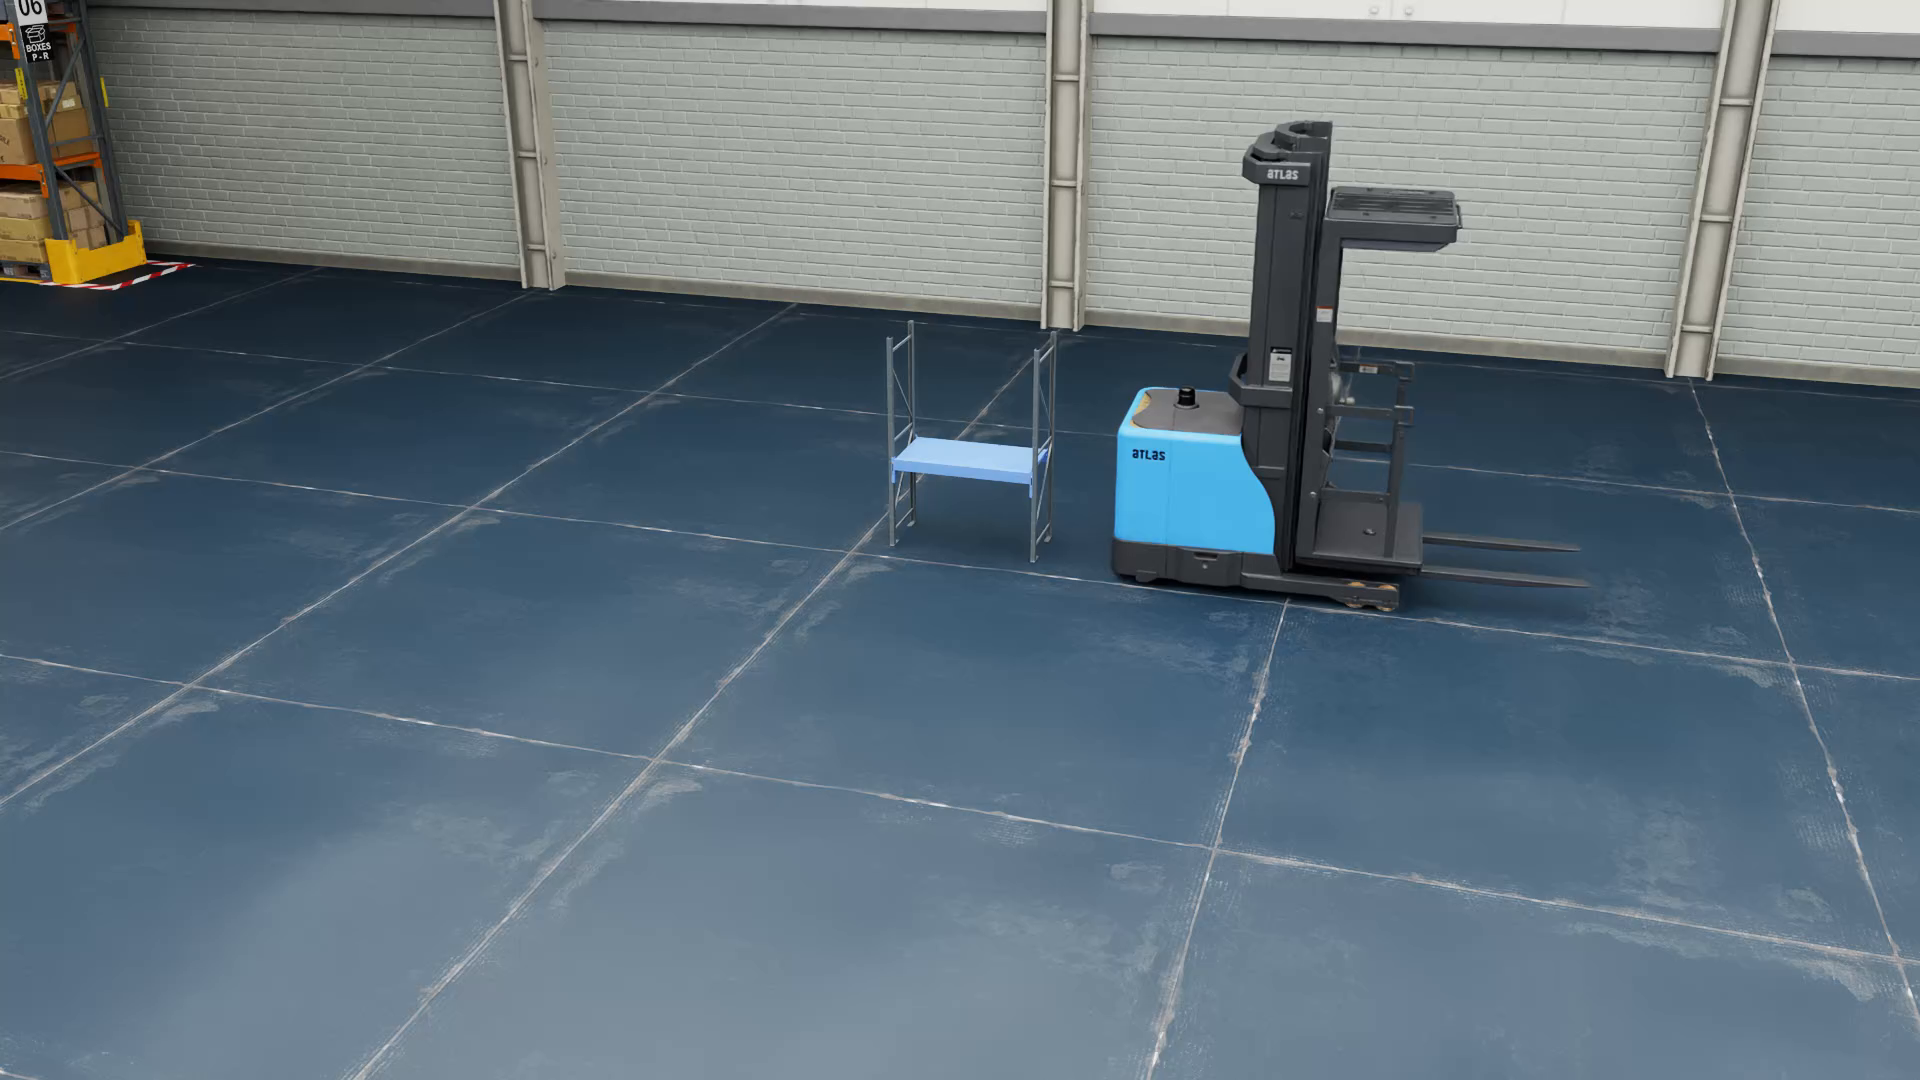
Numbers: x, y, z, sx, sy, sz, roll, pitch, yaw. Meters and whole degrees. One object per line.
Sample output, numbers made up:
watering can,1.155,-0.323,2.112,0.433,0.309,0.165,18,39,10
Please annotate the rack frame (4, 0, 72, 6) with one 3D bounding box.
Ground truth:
rack frame,-10.023,-7.282,17.665,0.127,3.000,1.000,7,23,16

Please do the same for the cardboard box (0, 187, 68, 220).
cardboard box,-10.554,-3.828,18.903,0.500,0.250,0.500,7,23,17

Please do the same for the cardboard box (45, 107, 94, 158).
cardboard box,-10.417,-4.708,19.163,0.500,0.500,0.500,7,23,17

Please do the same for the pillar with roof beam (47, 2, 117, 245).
pillar with roof beam,-11.673,-6.122,14.836,0.400,9.000,9.100,7,23,16

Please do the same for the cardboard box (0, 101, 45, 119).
cardboard box,-10.436,-4.789,18.506,0.250,0.149,0.380,7,23,16

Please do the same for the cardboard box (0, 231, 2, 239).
cardboard box,-11.056,-3.659,19.148,0.500,0.250,0.500,6,23,15

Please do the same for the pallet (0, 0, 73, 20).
pallet,-10.692,-5.940,18.463,1.213,0.211,1.003,7,23,16

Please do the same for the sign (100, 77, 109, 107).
sign,-9.857,-5.145,19.114,0.005,0.325,0.100,7,23,16

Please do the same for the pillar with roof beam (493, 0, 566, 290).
pillar with roof beam,-5.928,-5.464,13.233,0.400,9.000,9.100,7,23,16

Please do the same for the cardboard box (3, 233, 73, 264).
cardboard box,-10.564,-3.365,19.092,0.500,0.250,0.500,7,23,16

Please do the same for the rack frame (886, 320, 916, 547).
rack frame,-0.405,-0.740,11.598,0.032,1.500,0.500,7,23,16

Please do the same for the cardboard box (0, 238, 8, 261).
cardboard box,-11.037,-3.423,19.233,0.500,0.250,0.500,7,23,15

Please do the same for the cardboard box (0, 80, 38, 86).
cardboard box,-10.780,-5.170,19.042,0.250,0.149,0.380,7,23,17

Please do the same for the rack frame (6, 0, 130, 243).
rack frame,-10.023,-4.506,18.804,0.127,3.000,1.000,7,23,16

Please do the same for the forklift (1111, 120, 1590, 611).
forklift,2.583,-1.122,10.644,3.031,2.935,1.130,5,23,13

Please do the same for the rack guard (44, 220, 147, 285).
rack guard,-10.000,-3.347,19.272,0.348,0.500,1.175,7,23,16

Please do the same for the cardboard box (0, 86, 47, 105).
cardboard box,-10.427,-4.953,18.514,0.250,0.149,0.380,7,23,16

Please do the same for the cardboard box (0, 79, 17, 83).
cardboard box,-11.013,-5.202,19.121,0.250,0.149,0.380,7,23,16

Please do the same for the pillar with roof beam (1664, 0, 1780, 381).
pillar with roof beam,5.560,-4.148,10.026,0.400,9.000,9.100,7,23,16

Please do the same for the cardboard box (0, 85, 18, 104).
cardboard box,-10.672,-4.969,18.553,0.250,0.149,0.380,7,23,16

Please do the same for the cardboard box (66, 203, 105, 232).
cardboard box,-10.413,-3.787,19.461,0.500,0.250,0.500,7,23,16

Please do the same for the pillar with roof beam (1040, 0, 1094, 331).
pillar with roof beam,-0.184,-4.806,11.629,0.400,9.000,9.100,7,23,16

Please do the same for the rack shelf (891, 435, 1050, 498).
rack shelf,0.082,-0.518,11.531,1.000,0.185,0.538,7,23,16

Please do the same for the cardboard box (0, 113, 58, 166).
cardboard box,-10.570,-4.511,18.684,0.500,0.500,0.500,6,23,14

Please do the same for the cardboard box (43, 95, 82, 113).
cardboard box,-10.273,-4.984,18.982,0.250,0.149,0.380,6,23,14

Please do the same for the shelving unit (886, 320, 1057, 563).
shelving unit,0.082,-0.685,11.463,1.048,1.500,0.538,7,23,16

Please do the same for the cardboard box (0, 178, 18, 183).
cardboard box,-11.383,-4.125,19.626,0.500,0.250,0.500,6,23,15

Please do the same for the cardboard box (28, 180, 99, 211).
cardboard box,-10.428,-4.013,19.352,0.500,0.250,0.500,6,23,15

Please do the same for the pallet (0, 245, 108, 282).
pallet,-10.767,-3.285,19.500,1.213,0.211,1.003,7,23,16

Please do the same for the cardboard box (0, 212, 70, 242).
cardboard box,-10.579,-3.600,19.004,0.500,0.250,0.500,6,23,15

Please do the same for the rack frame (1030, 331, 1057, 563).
rack frame,0.568,-0.629,11.327,0.032,1.500,0.500,7,23,16

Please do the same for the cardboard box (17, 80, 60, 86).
cardboard box,-10.519,-5.157,19.011,0.250,0.149,0.380,7,23,17

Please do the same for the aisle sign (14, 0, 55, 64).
aisle sign,-10.045,-5.595,18.033,0.004,0.787,0.394,7,23,16

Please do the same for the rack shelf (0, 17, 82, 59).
rack shelf,-11.938,-5.781,18.905,4.000,0.370,1.077,7,23,16

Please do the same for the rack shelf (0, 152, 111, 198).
rack shelf,-11.938,-4.393,19.475,4.000,0.370,1.077,7,23,16

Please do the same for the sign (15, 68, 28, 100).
sign,-10.193,-4.956,18.062,0.005,0.325,0.100,7,23,16

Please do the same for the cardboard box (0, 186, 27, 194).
cardboard box,-11.044,-3.882,19.034,0.500,0.250,0.500,7,23,16

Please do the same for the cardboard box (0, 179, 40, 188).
cardboard box,-10.908,-4.066,19.483,0.500,0.250,0.500,7,23,16

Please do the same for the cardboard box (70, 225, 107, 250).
cardboard box,-10.437,-3.554,19.550,0.500,0.250,0.500,7,23,16

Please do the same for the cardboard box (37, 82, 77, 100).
cardboard box,-10.283,-5.105,18.884,0.250,0.149,0.380,6,23,14
